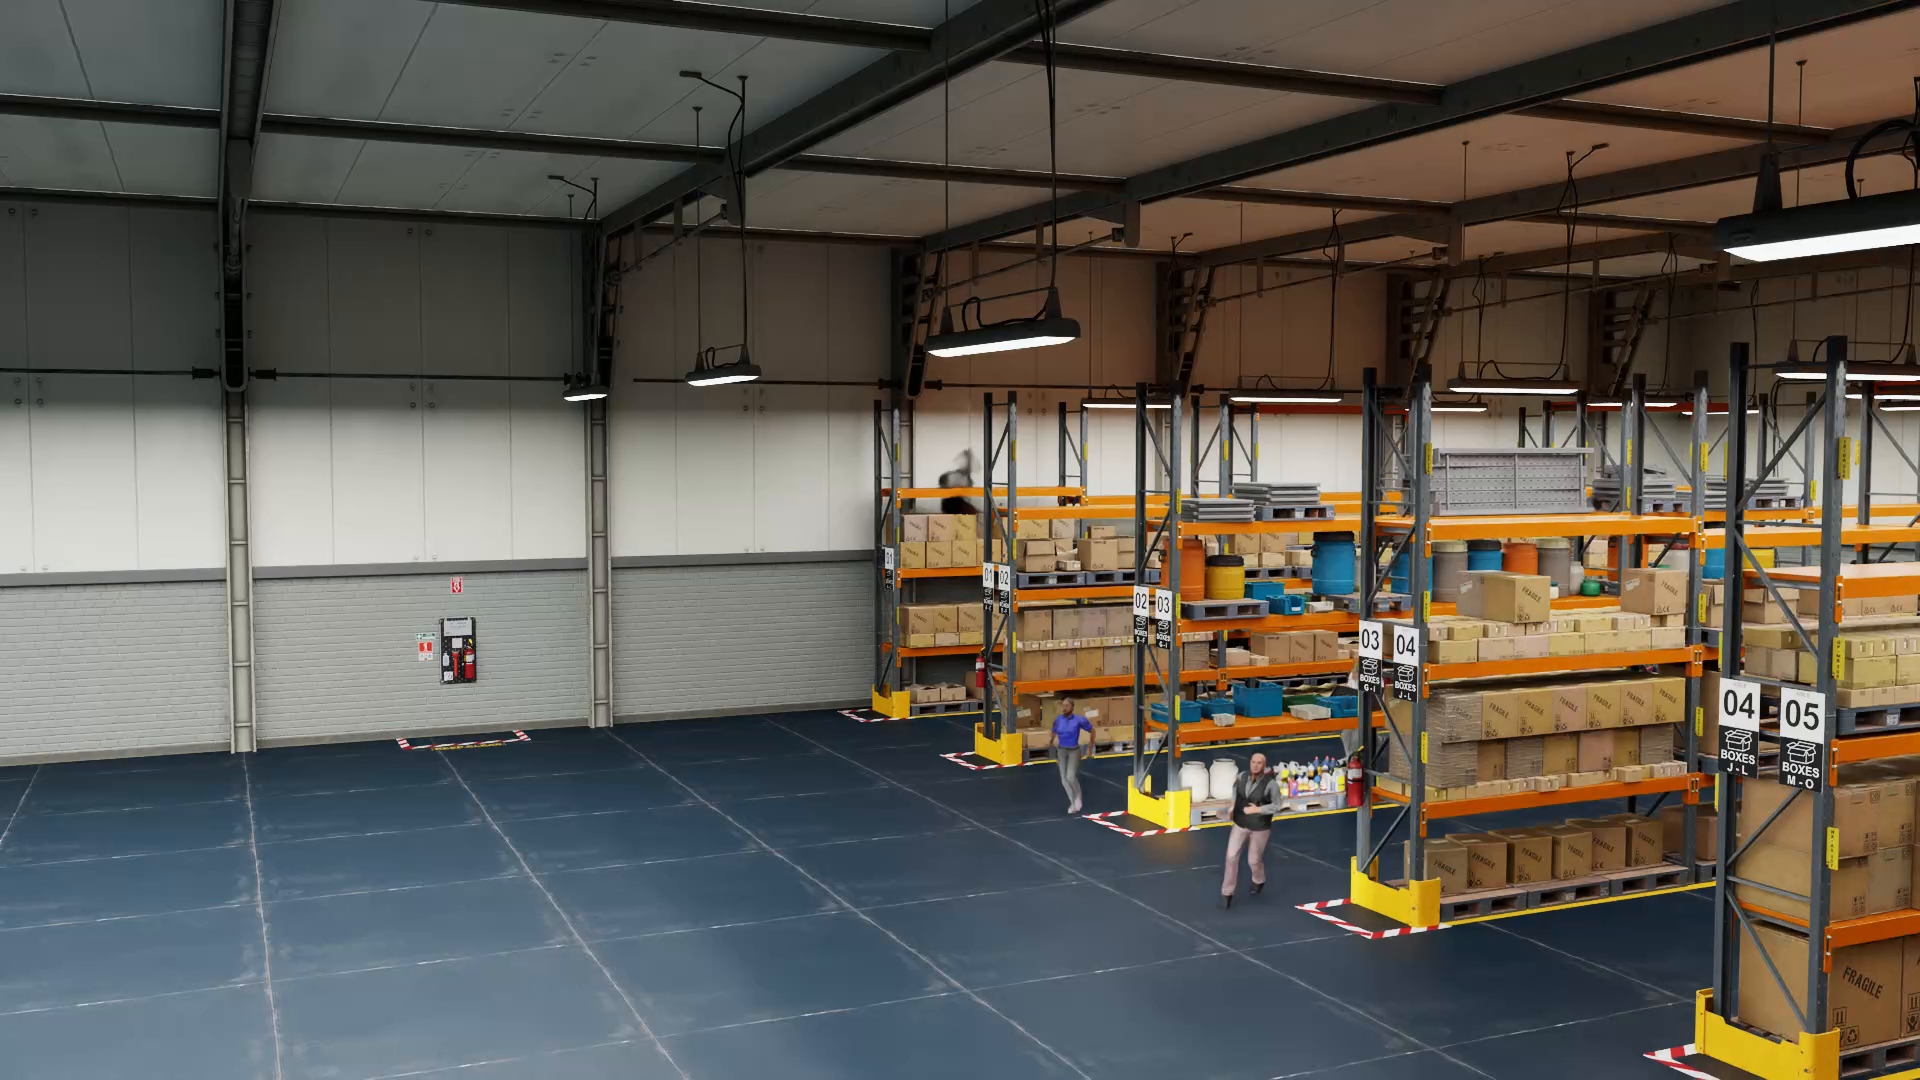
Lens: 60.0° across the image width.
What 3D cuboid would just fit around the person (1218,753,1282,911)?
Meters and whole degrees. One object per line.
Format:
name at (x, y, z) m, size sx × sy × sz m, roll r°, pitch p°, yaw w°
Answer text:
person at (3.300, 3.244, 18.612) m, size 0.662 × 1.755 × 0.852 m, roll 2°, pitch 4°, yaw 31°

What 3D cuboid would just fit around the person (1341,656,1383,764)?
person at (6.427, 2.754, 26.860) m, size 0.762 × 1.691 × 0.715 m, roll -2°, pitch 4°, yaw -33°

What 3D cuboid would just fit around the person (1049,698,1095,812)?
person at (1.523, 3.018, 23.202) m, size 0.617 × 1.607 × 0.654 m, roll 2°, pitch 4°, yaw 28°

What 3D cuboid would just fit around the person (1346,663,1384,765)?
person at (6.268, 2.782, 26.066) m, size 0.866 × 1.722 × 0.629 m, roll -2°, pitch 4°, yaw -33°
